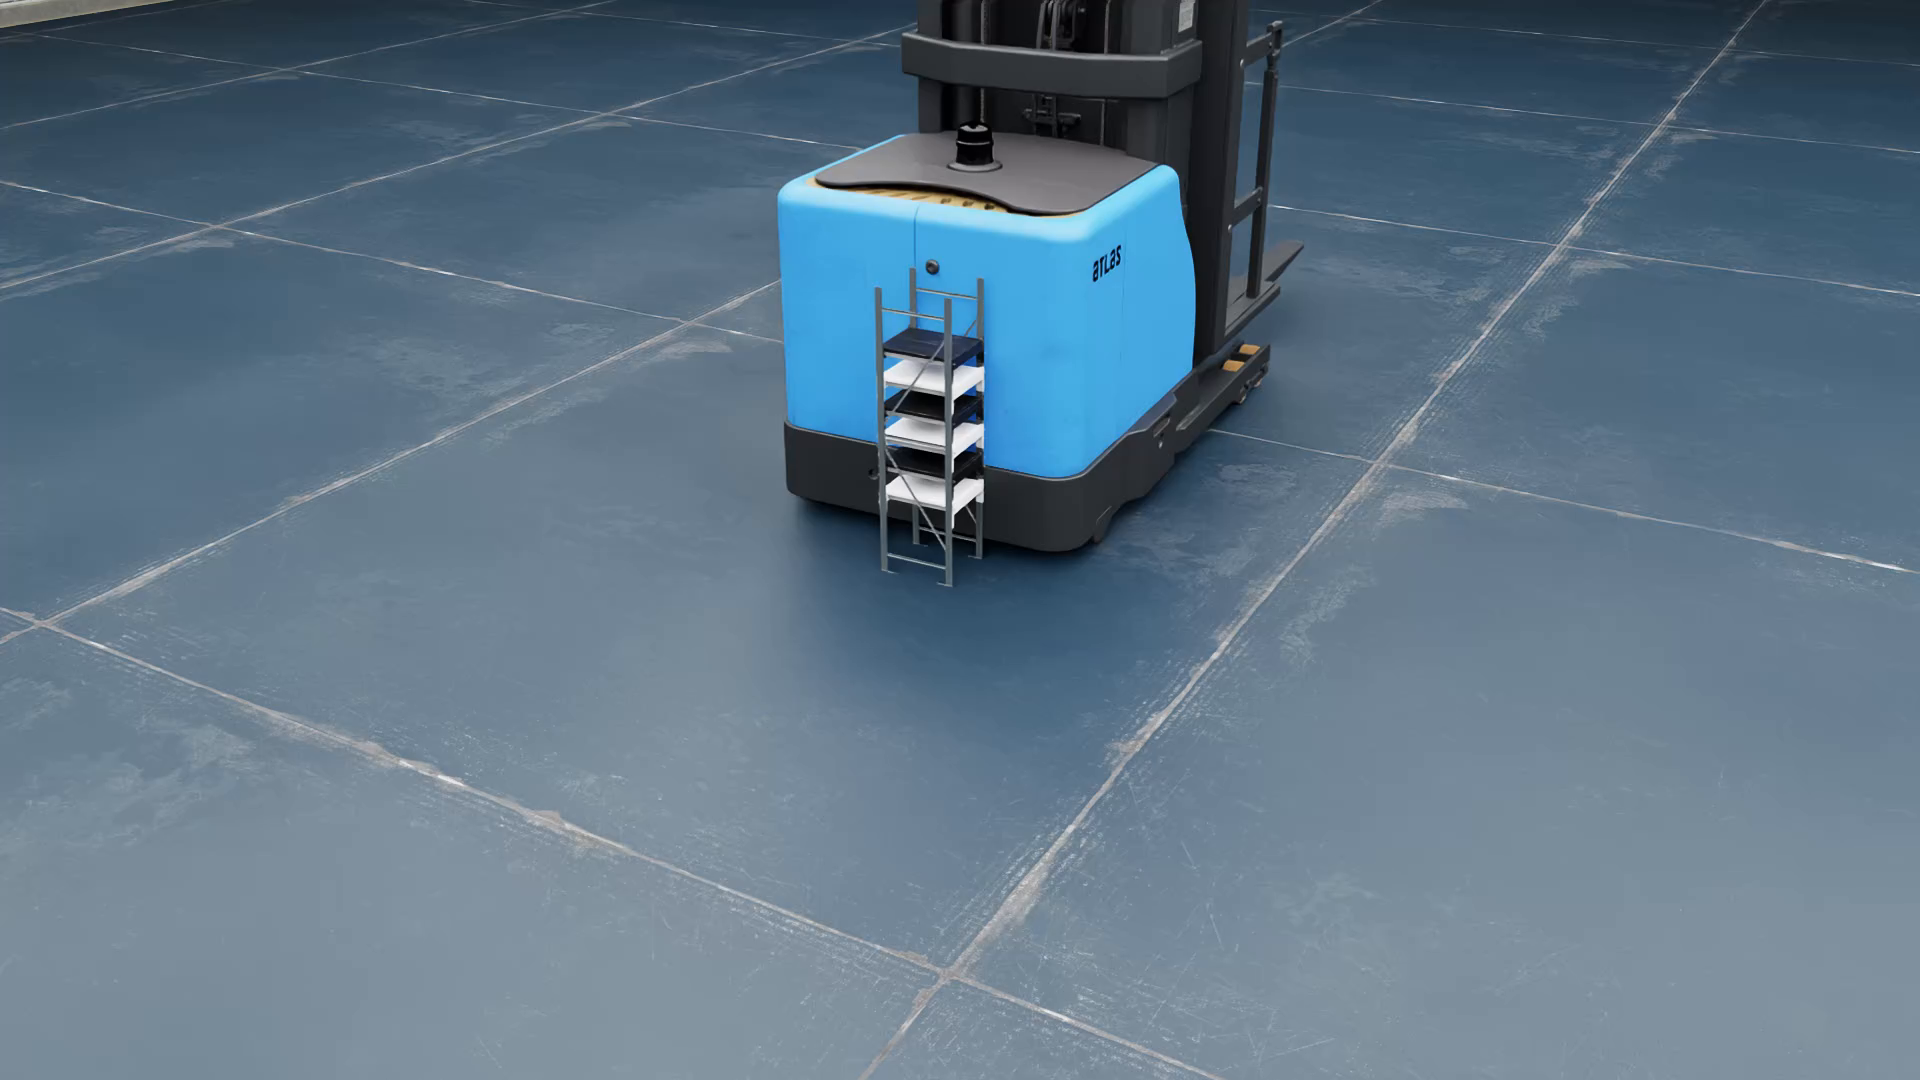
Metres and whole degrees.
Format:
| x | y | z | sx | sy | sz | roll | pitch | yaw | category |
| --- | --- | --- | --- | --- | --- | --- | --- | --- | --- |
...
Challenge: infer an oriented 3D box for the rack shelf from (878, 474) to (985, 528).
| x | y | z | sx | sy | sz | roll | pitch | yaw | category |
| --- | --- | --- | --- | --- | --- | --- | --- | --- | --- |
| -0.085 | -0.133 | 4.987 | 0.258 | 0.077 | 0.200 | 13 | 29 | 24 | rack shelf |

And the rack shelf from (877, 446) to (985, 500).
| x | y | z | sx | sy | sz | roll | pitch | yaw | category |
| --- | --- | --- | --- | --- | --- | --- | --- | --- | --- |
| -0.085 | -0.214 | 4.947 | 0.258 | 0.077 | 0.200 | 13 | 29 | 24 | rack shelf |

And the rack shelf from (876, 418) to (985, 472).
| x | y | z | sx | sy | sz | roll | pitch | yaw | category |
| --- | --- | --- | --- | --- | --- | --- | --- | --- | --- |
| -0.085 | -0.294 | 4.907 | 0.258 | 0.077 | 0.200 | 13 | 29 | 24 | rack shelf |

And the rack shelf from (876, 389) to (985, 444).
| x | y | z | sx | sy | sz | roll | pitch | yaw | category |
| --- | --- | --- | --- | --- | --- | --- | --- | --- | --- |
| -0.085 | -0.375 | 4.867 | 0.258 | 0.077 | 0.200 | 13 | 29 | 24 | rack shelf |

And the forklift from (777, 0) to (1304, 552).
| x | y | z | sx | sy | sz | roll | pitch | yaw | category |
| --- | --- | --- | --- | --- | --- | --- | --- | --- | --- |
| 0.548 | -1.903 | 5.778 | 1.130 | 2.935 | 3.031 | 13 | 29 | 24 | forklift |

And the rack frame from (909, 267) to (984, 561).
| x | y | z | sx | sy | sz | roll | pitch | yaw | category |
| --- | --- | --- | --- | --- | --- | --- | --- | --- | --- |
| -0.039 | -0.365 | 4.973 | 0.240 | 0.900 | 0.006 | 13 | 29 | 24 | rack frame |

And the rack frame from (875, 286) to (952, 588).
| x | y | z | sx | sy | sz | roll | pitch | yaw | category |
| --- | --- | --- | --- | --- | --- | --- | --- | --- | --- |
| -0.131 | -0.283 | 4.811 | 0.240 | 0.900 | 0.006 | 13 | 29 | 24 | rack frame |

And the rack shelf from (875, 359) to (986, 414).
| x | y | z | sx | sy | sz | roll | pitch | yaw | category |
| --- | --- | --- | --- | --- | --- | --- | --- | --- | --- |
| -0.085 | -0.455 | 4.826 | 0.258 | 0.077 | 0.200 | 13 | 29 | 24 | rack shelf |

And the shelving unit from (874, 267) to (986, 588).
| x | y | z | sx | sy | sz | roll | pitch | yaw | category |
| --- | --- | --- | --- | --- | --- | --- | --- | --- | --- |
| -0.085 | -0.324 | 4.892 | 0.258 | 0.900 | 0.210 | 13 | 29 | 24 | shelving unit |

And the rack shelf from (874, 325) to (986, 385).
| x | y | z | sx | sy | sz | roll | pitch | yaw | category |
| --- | --- | --- | --- | --- | --- | --- | --- | --- | --- |
| -0.085 | -0.536 | 4.786 | 0.258 | 0.077 | 0.200 | 13 | 29 | 24 | rack shelf |
